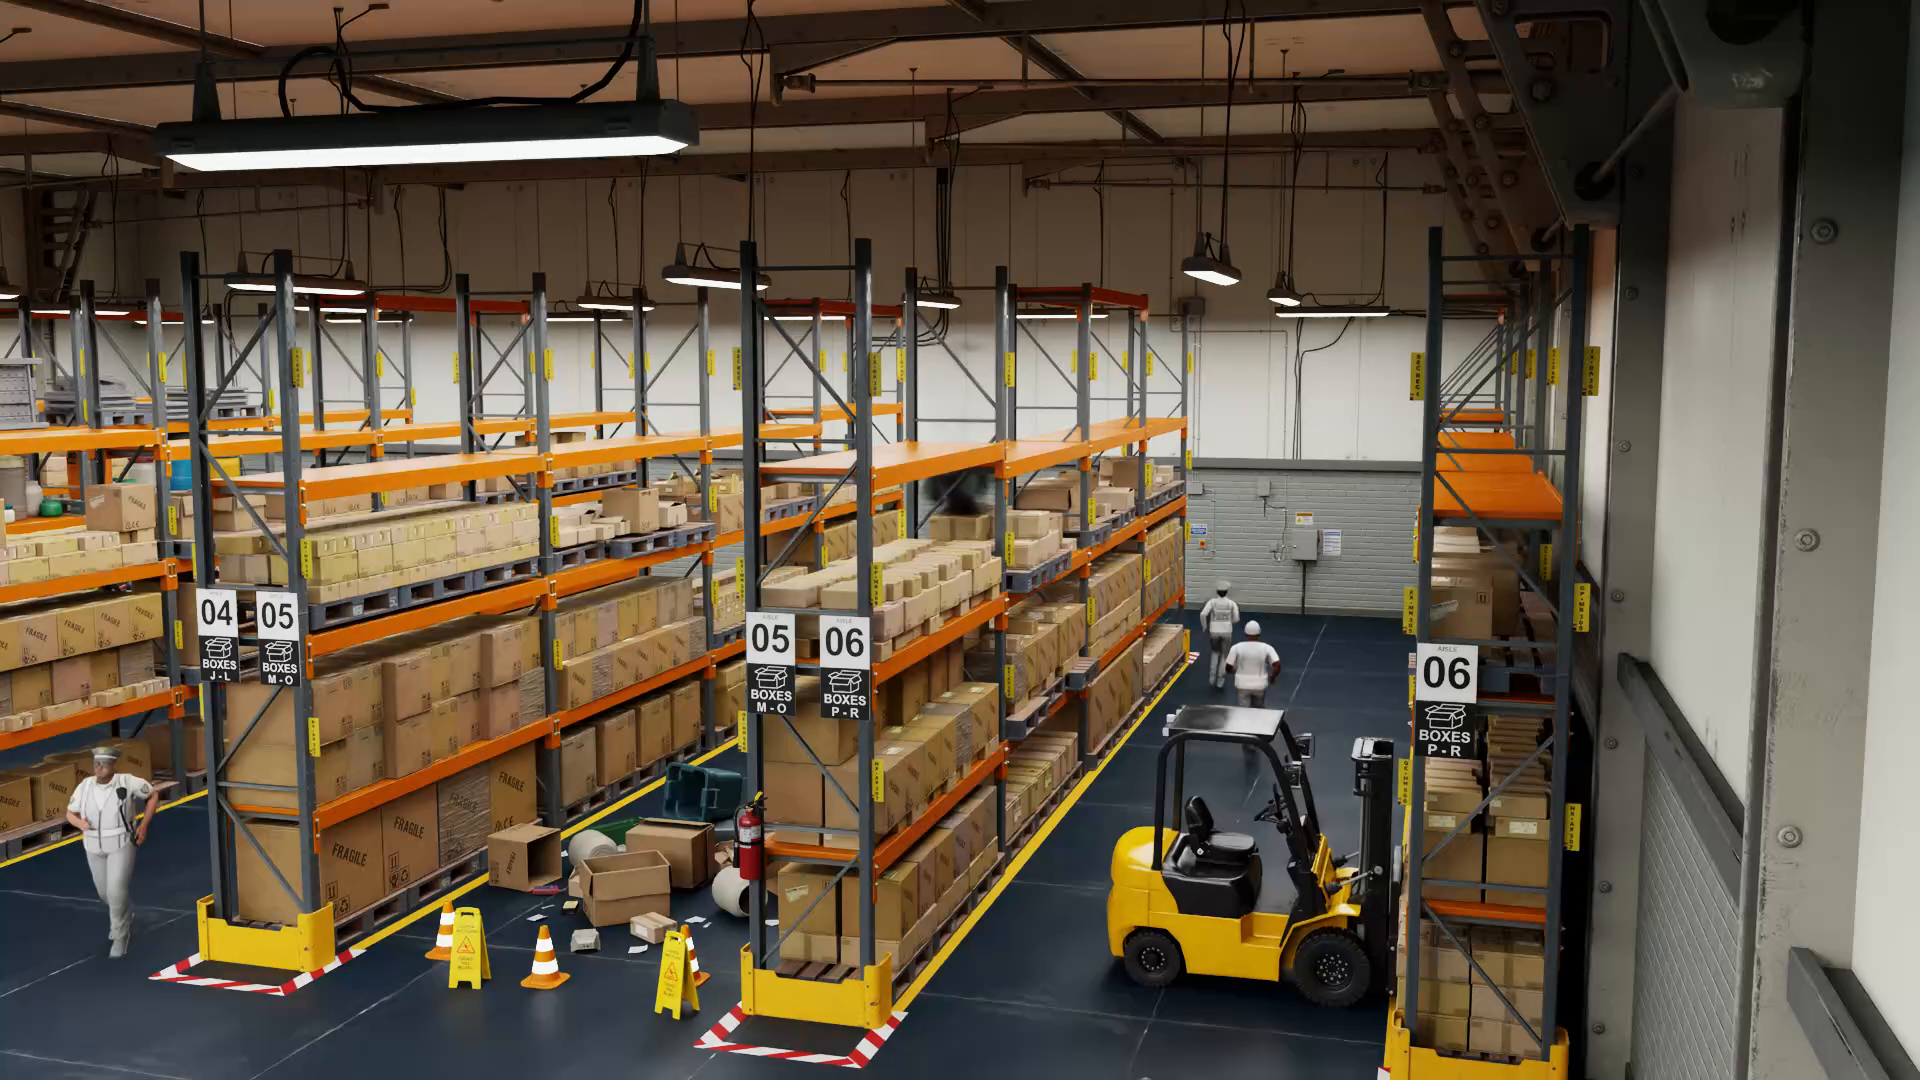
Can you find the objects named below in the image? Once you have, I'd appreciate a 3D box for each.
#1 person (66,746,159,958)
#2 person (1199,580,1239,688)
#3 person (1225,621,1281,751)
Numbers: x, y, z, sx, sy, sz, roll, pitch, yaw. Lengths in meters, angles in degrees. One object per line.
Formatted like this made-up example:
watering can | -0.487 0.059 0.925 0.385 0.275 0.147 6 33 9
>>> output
person | -7.383 2.690 14.472 0.687 1.865 0.732 0 6 -4
person | 4.033 1.441 25.780 0.587 1.661 0.631 2 7 16
person | 3.765 1.913 21.436 0.700 1.761 0.872 1 6 8
